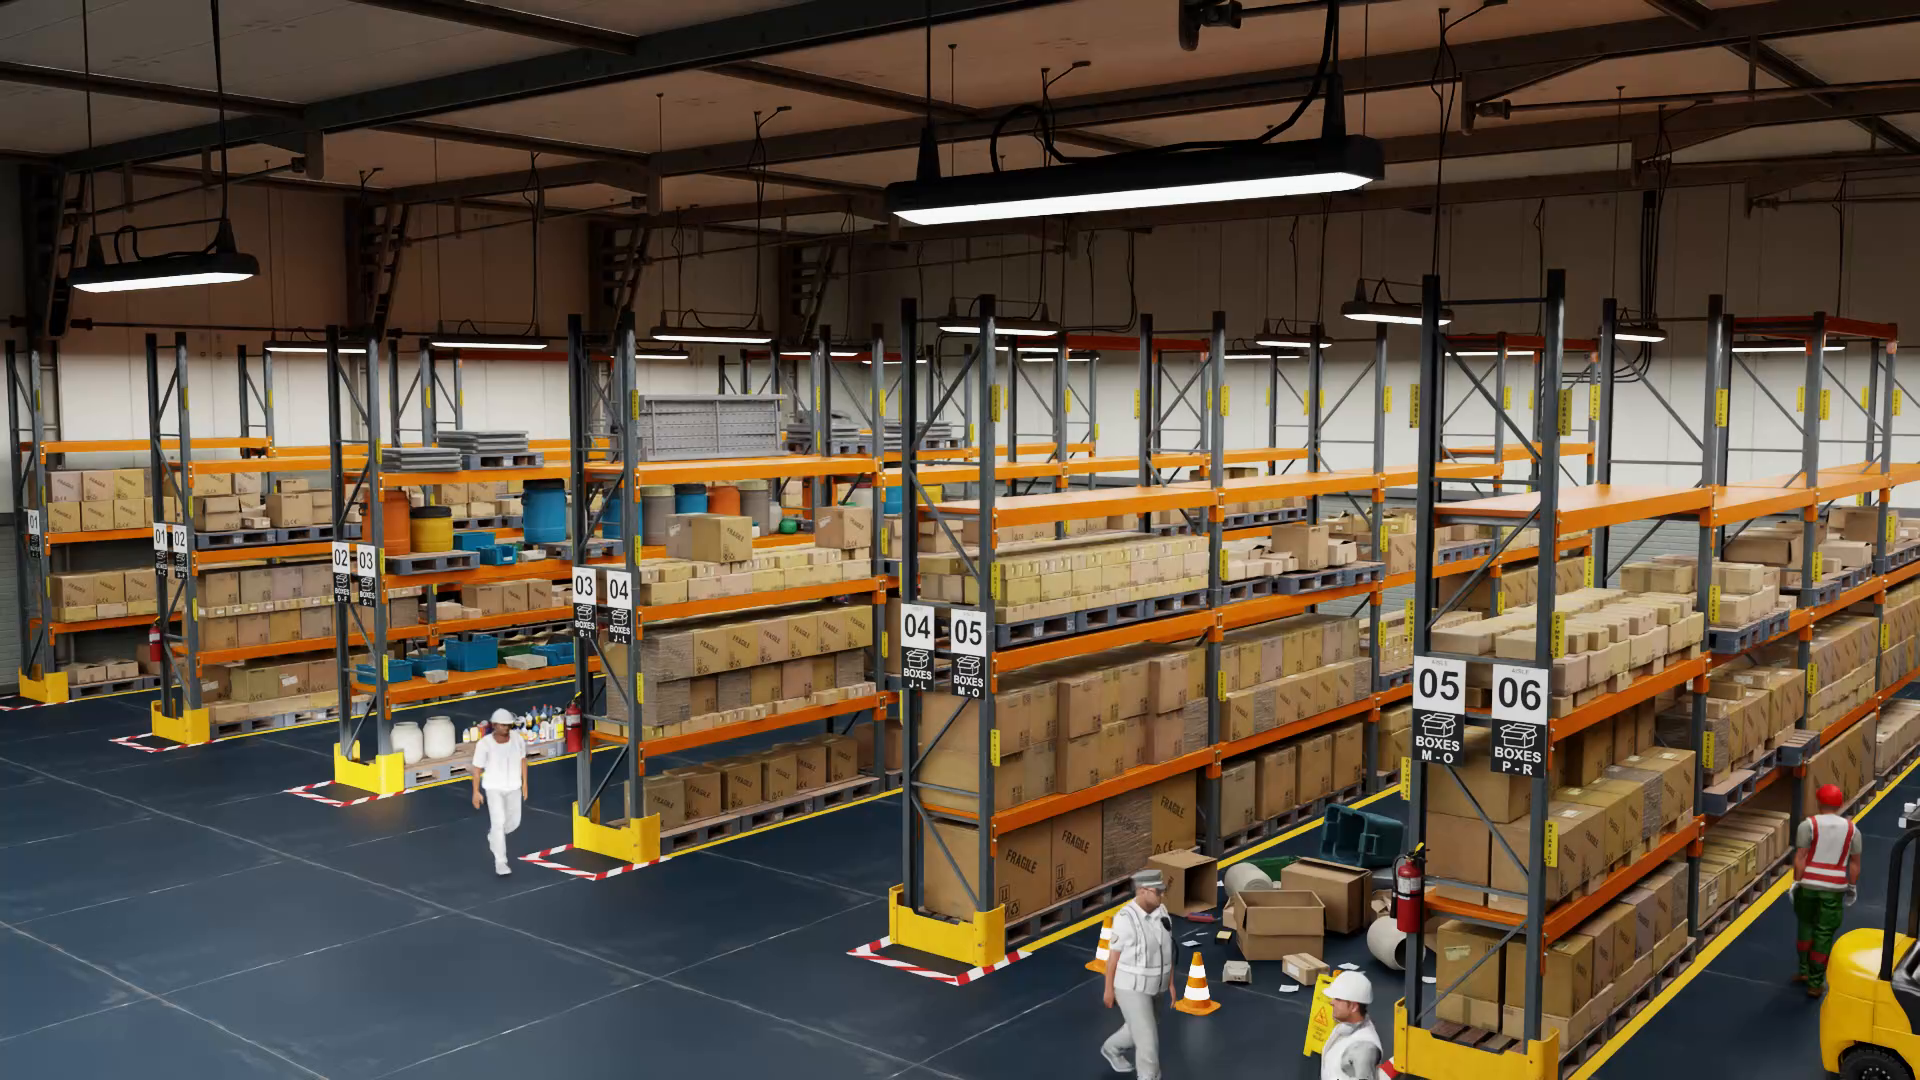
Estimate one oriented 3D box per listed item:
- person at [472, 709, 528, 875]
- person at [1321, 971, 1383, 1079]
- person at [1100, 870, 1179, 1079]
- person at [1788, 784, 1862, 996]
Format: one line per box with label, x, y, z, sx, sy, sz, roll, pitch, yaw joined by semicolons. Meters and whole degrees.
person;-4.968;2.678;18.004;0.607;1.742;0.928;-4;7;-39
person;2.320;3.405;9.836;0.883;1.749;0.567;0;5;4
person;1.318;3.227;12.118;0.577;1.677;1.025;-5;7;-44
person;7.415;3.013;14.269;0.511;1.825;0.548;4;6;35
